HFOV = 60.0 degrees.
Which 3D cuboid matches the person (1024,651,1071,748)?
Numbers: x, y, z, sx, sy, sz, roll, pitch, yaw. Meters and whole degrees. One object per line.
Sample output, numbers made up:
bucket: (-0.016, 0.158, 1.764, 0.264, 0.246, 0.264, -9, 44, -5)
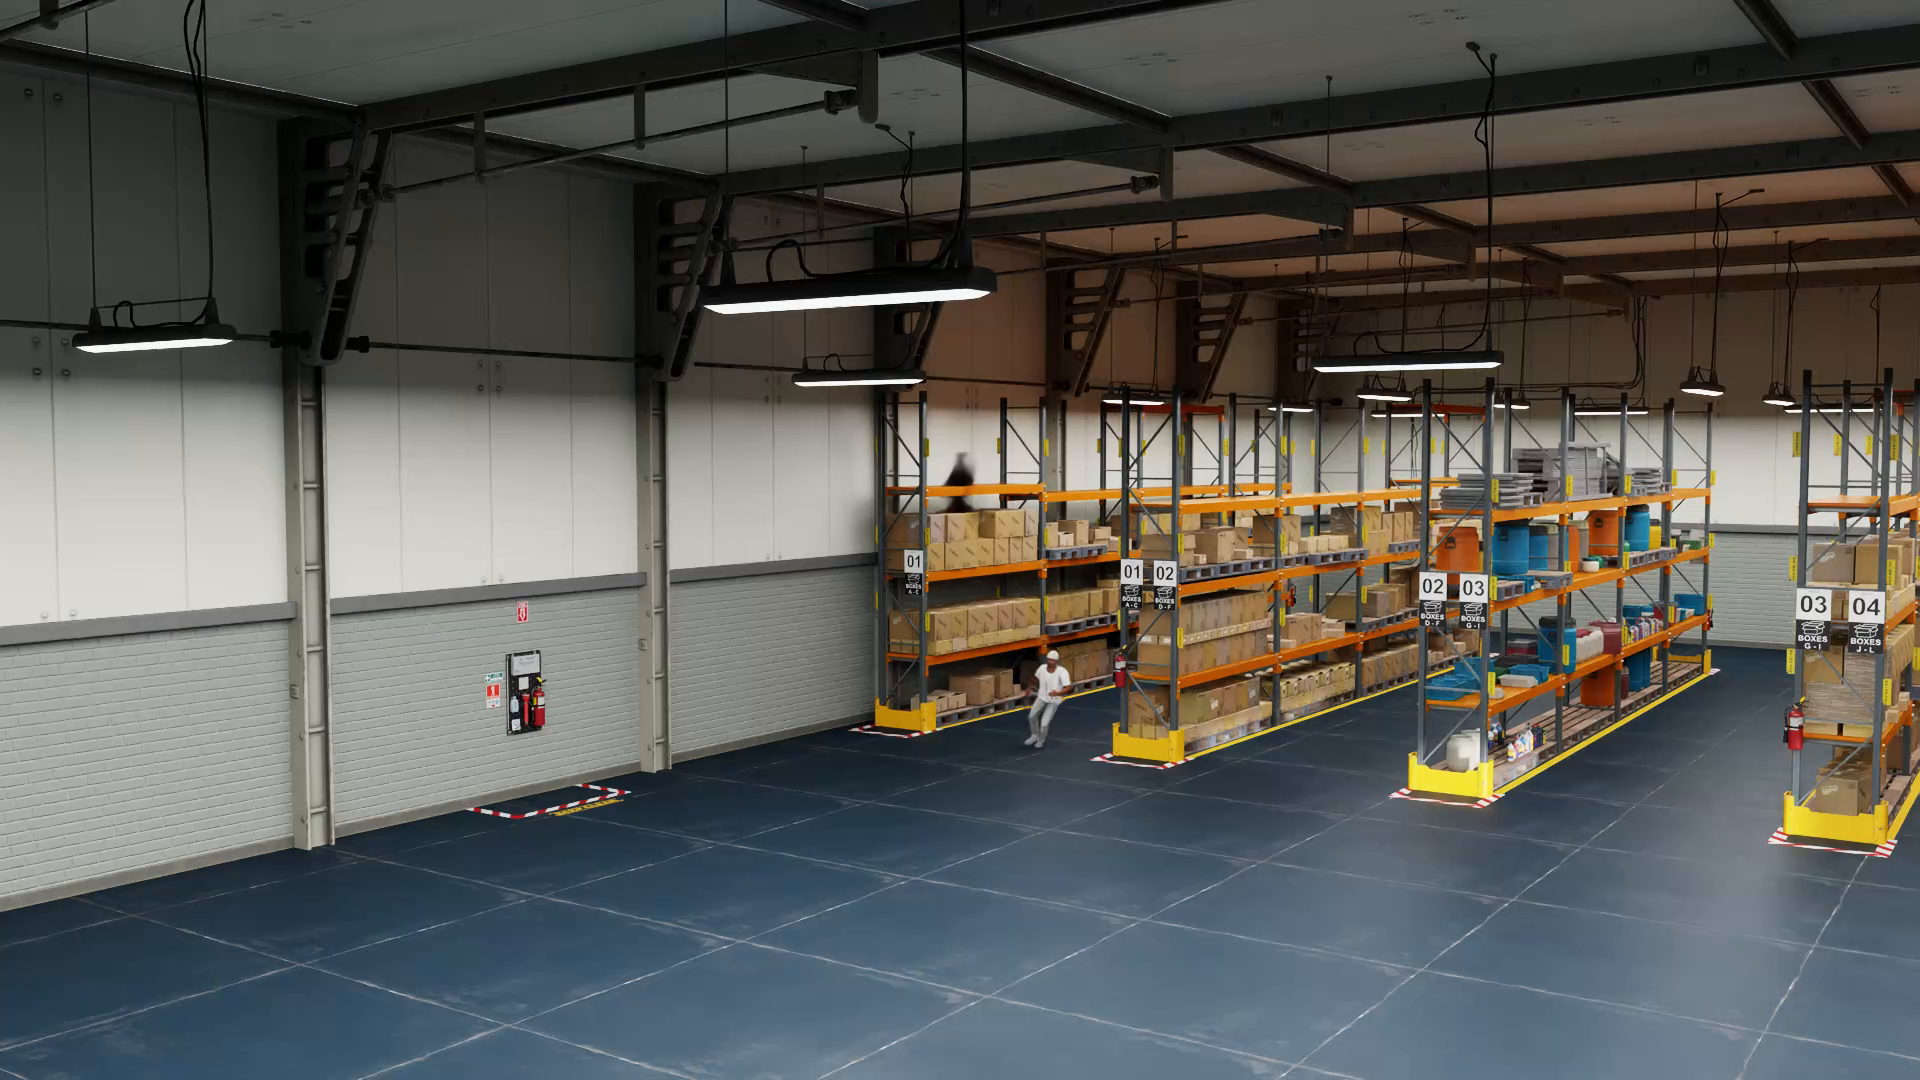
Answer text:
person: (1.415, 2.648, 27.552, 0.892, 1.653, 0.697, 1, 3, 20)
